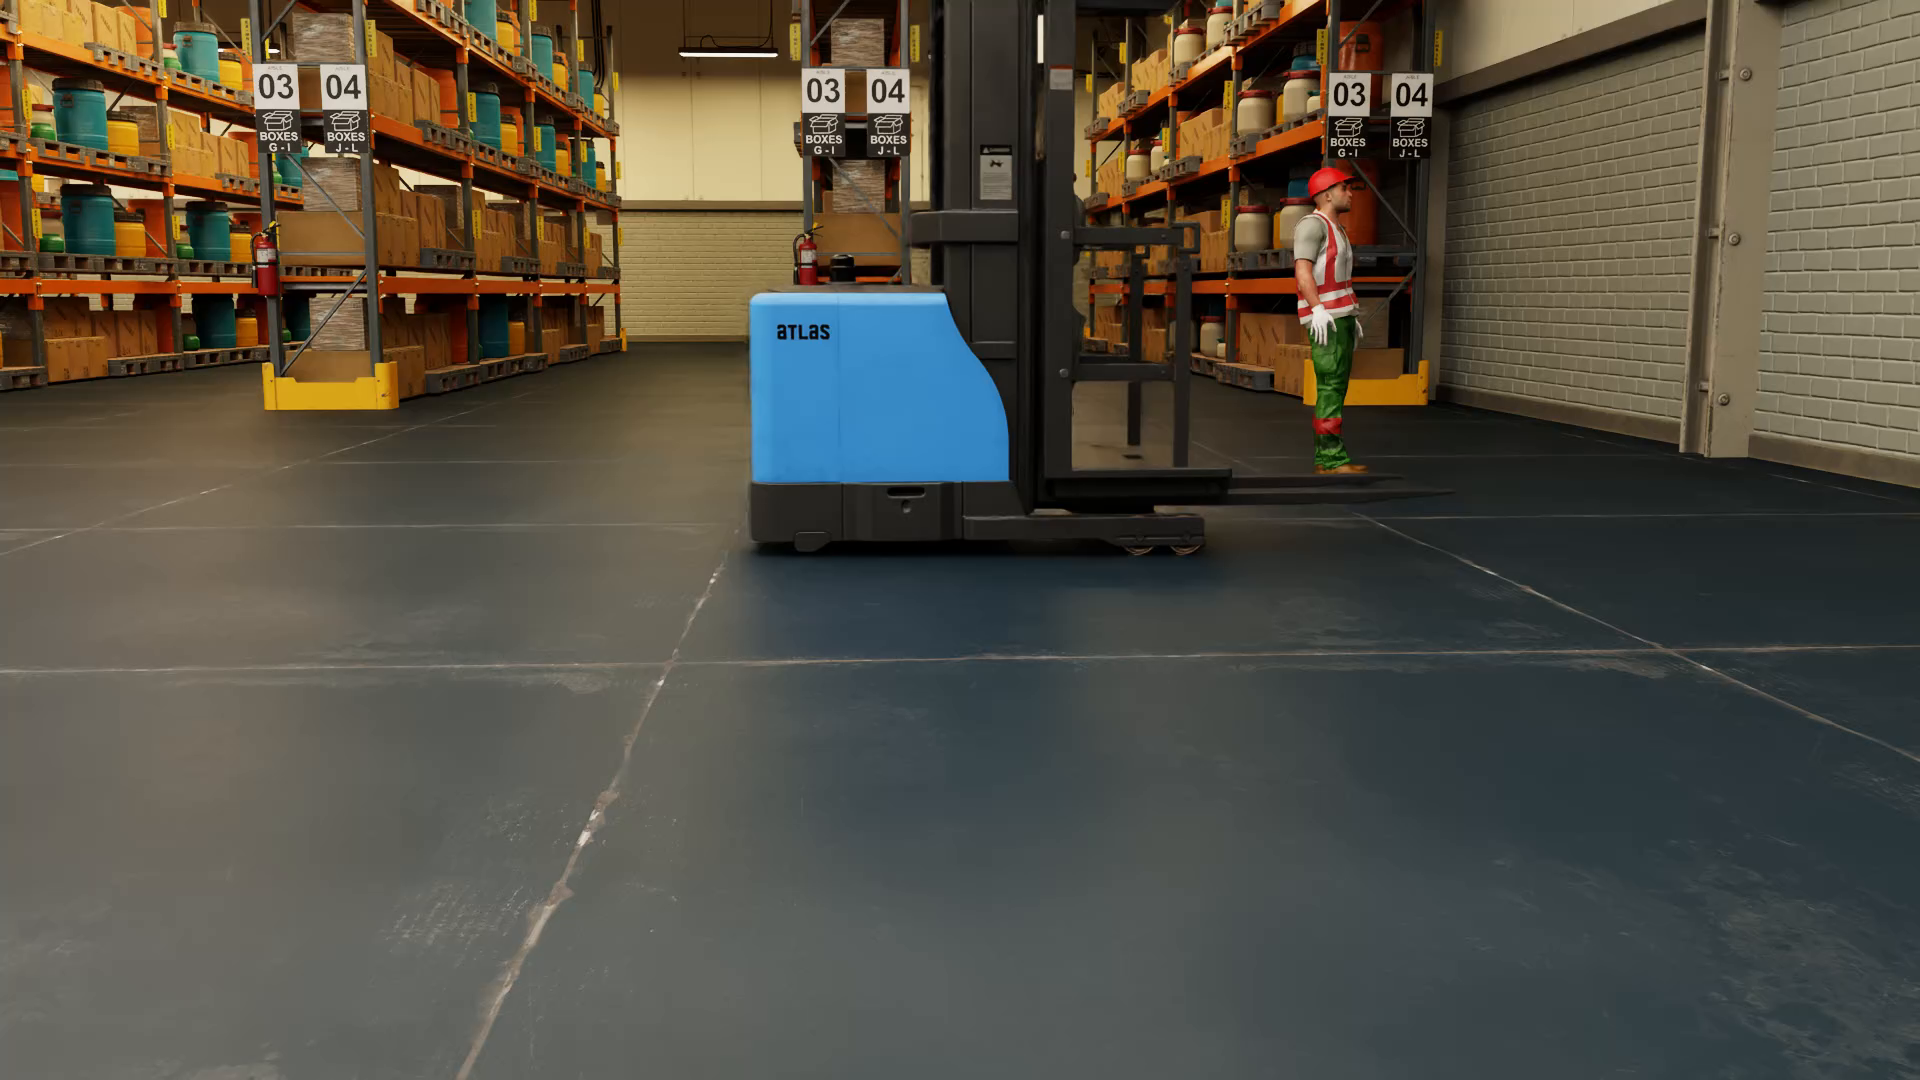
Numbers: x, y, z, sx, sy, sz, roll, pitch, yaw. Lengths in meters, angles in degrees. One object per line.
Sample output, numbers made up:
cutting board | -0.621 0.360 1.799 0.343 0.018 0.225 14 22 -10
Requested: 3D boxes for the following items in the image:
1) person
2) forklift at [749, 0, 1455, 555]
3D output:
person | 2.221 -1.257 9.637 0.566 1.786 0.638 5 10 30
forklift | 0.605 -1.465 7.200 3.031 2.935 1.130 -1 8 -5
